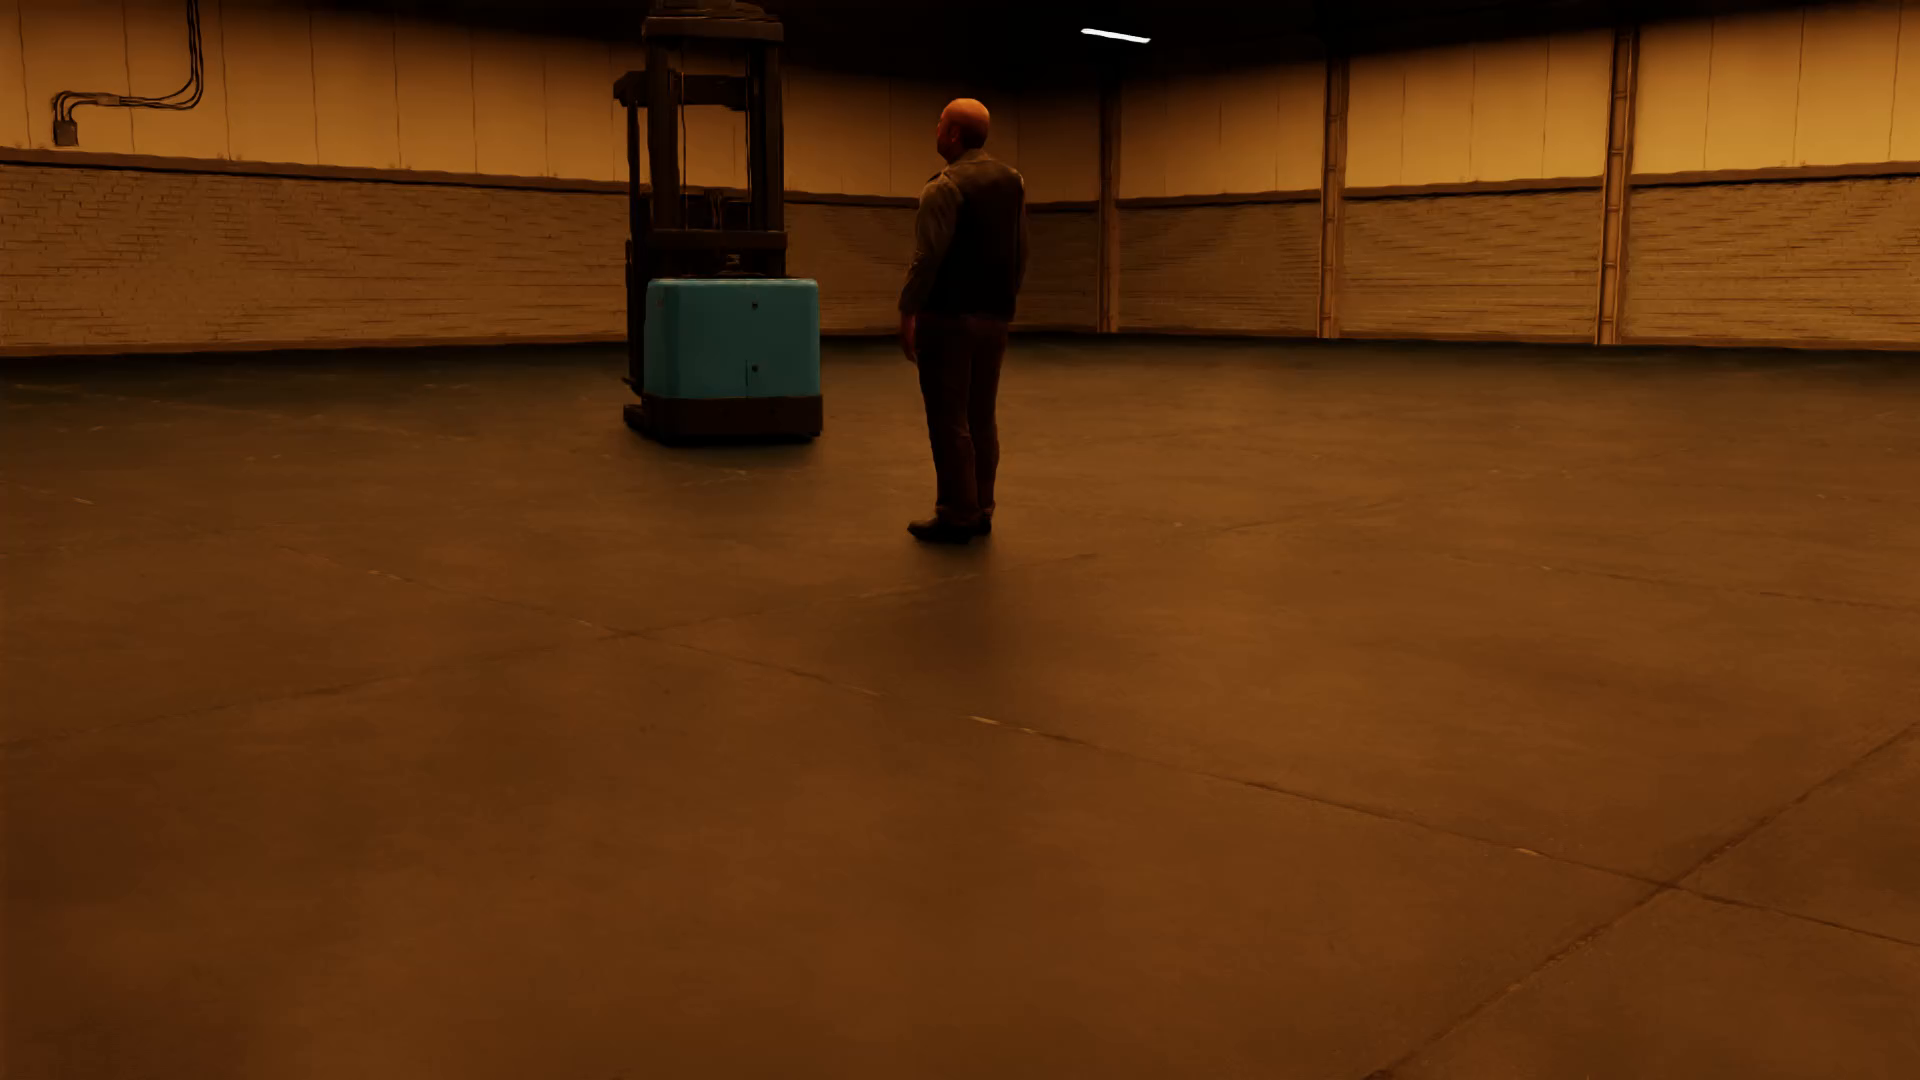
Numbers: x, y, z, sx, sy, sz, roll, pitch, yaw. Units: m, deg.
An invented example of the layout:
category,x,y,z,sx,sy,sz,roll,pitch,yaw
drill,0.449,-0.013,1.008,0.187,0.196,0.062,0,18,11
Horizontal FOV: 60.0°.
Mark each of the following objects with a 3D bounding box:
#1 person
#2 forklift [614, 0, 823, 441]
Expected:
category,x,y,z,sx,sy,sz,roll,pitch,yaw
person,-0.039,-0.865,6.637,0.567,1.720,0.632,8,12,43
forklift,-1.871,-2.284,12.041,1.130,2.935,3.031,-3,9,-19
